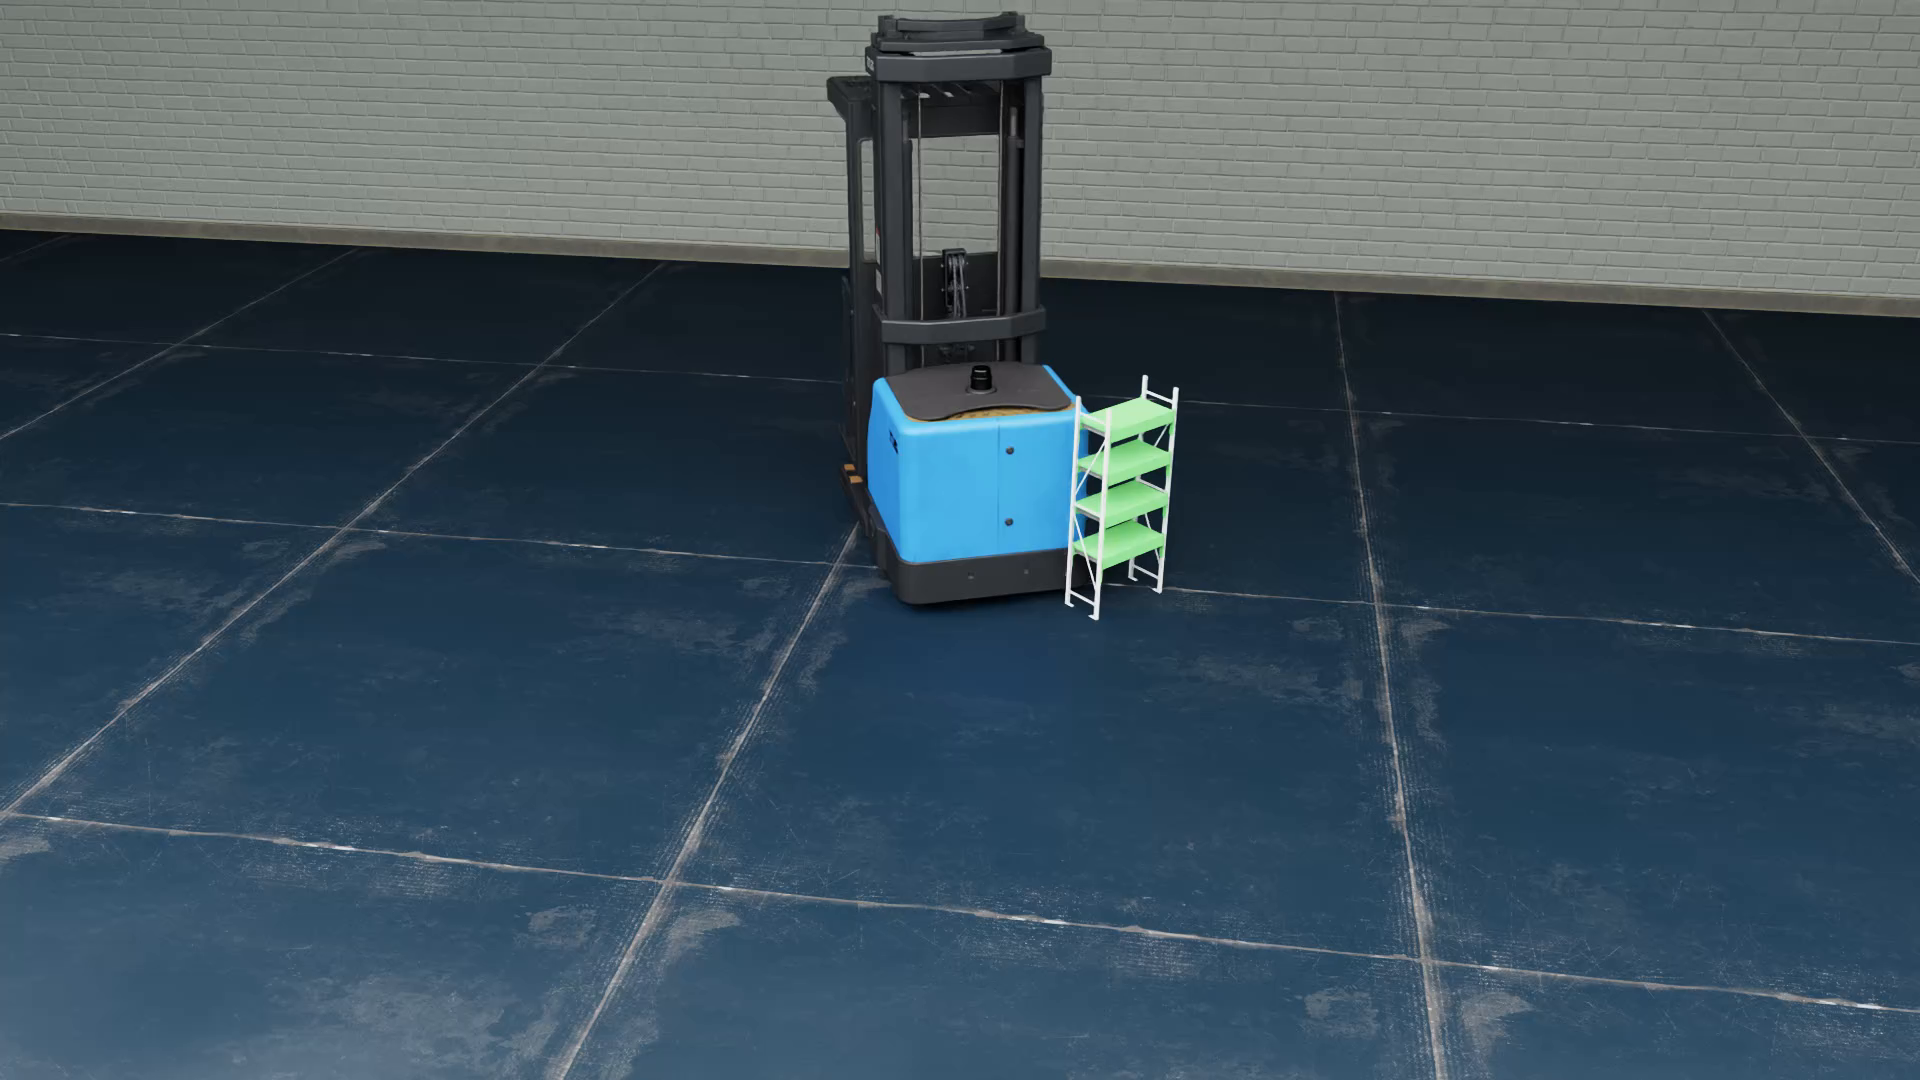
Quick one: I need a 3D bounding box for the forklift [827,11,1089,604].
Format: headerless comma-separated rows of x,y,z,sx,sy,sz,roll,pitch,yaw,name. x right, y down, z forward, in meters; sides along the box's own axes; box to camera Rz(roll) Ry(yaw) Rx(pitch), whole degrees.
-0.138,-1.587,9.682,1.130,2.935,3.031,-6,26,-12,forklift

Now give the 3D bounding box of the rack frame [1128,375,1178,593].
1.034,-0.288,8.940,0.015,1.200,0.240,-20,33,-36,rack frame

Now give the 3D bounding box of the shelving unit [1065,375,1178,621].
0.849,-0.220,8.796,0.503,1.200,0.258,-20,33,-36,shelving unit

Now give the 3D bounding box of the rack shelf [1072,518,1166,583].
0.843,0.052,8.931,0.480,0.148,0.258,-20,33,-36,rack shelf

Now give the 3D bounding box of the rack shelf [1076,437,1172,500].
0.853,-0.378,8.718,0.480,0.148,0.258,-20,33,-36,rack shelf

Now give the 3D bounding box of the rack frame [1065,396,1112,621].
0.664,-0.153,8.652,0.015,1.200,0.240,-20,33,-36,rack frame

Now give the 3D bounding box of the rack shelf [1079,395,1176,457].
0.857,-0.593,8.611,0.480,0.148,0.258,-20,33,-36,rack shelf

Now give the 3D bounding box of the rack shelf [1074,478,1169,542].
0.848,-0.163,8.824,0.480,0.148,0.258,-20,33,-36,rack shelf
